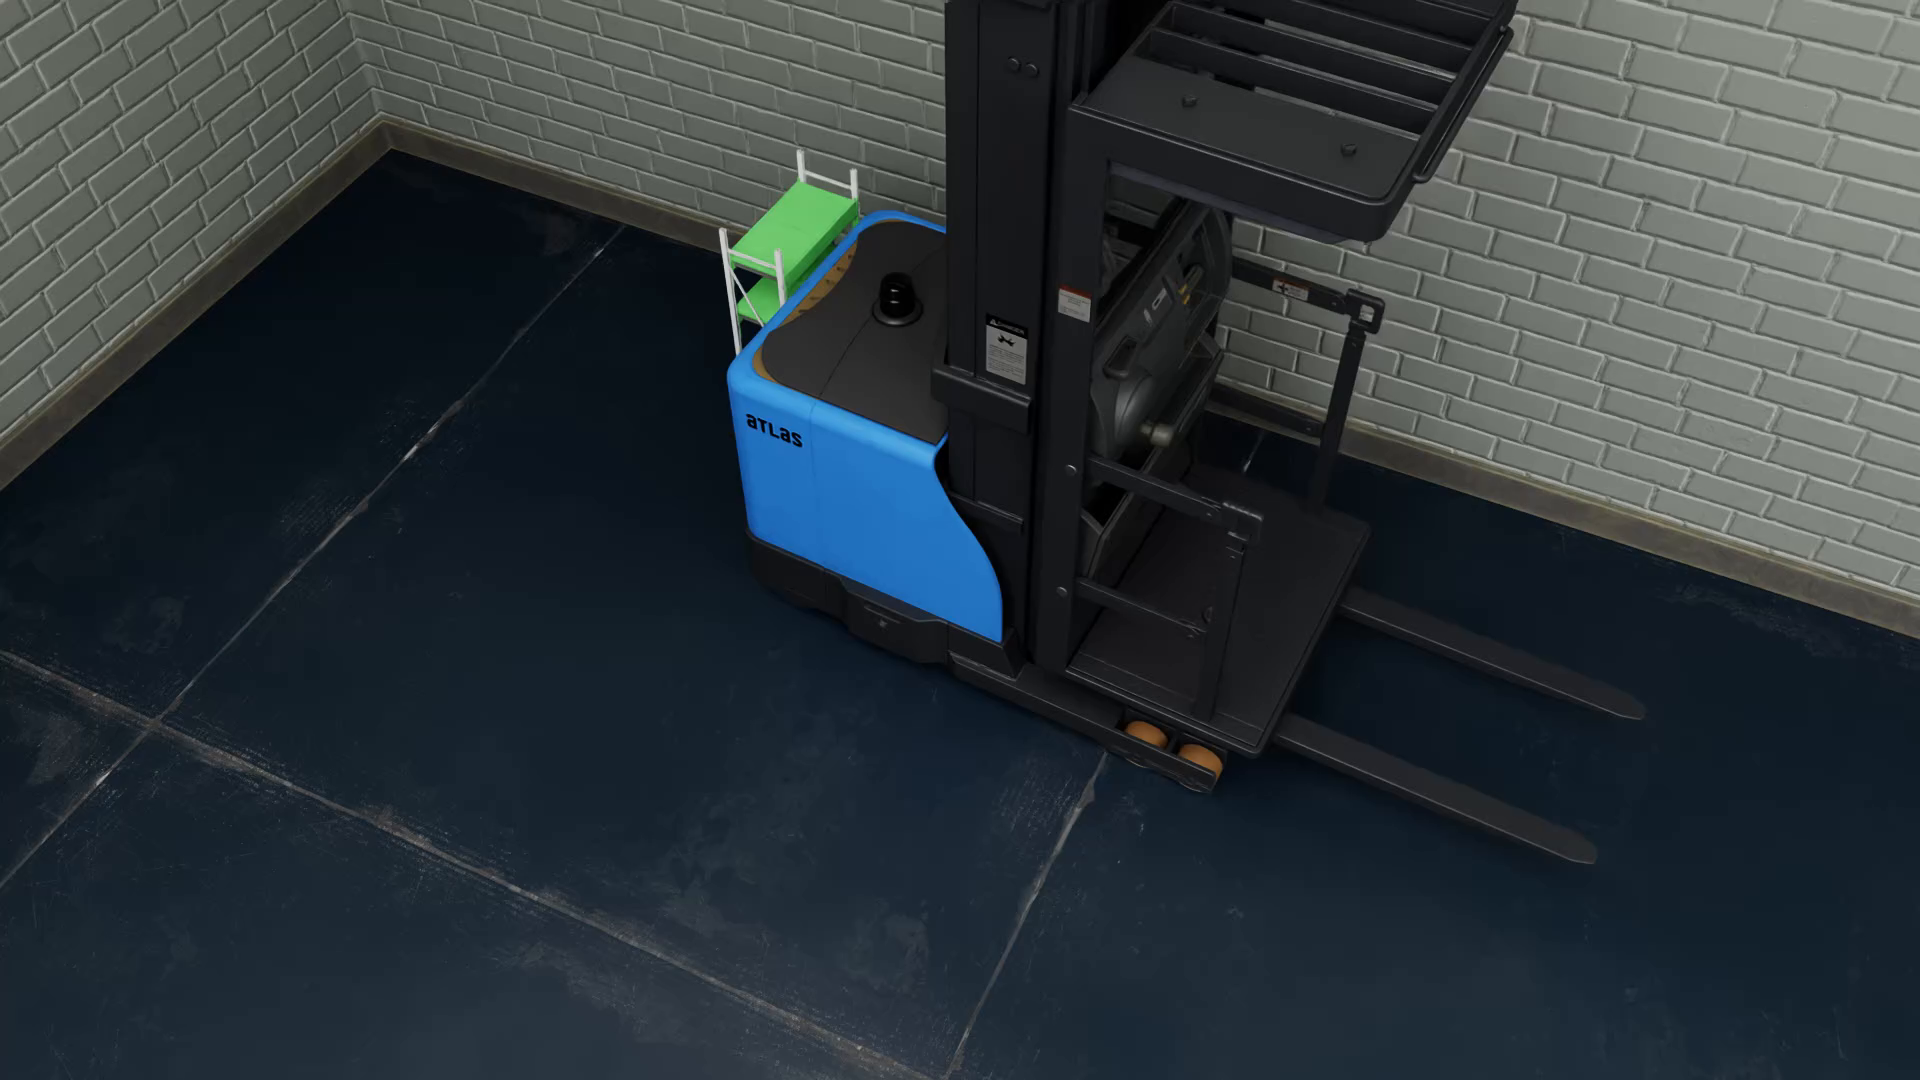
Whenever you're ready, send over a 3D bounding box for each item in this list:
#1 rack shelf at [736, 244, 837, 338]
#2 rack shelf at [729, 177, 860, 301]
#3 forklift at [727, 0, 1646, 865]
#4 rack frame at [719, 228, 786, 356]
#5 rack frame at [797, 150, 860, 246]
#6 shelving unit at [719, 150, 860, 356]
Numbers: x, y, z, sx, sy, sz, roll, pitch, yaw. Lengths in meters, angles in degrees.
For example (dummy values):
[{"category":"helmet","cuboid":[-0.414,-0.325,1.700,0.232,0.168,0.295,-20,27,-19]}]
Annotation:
[{"category":"rack shelf","cuboid":[-0.581,-0.885,5.984,0.258,0.148,0.480,22,53,18]},{"category":"rack shelf","cuboid":[-0.581,-1.041,5.801,0.258,0.148,0.480,22,53,18]},{"category":"forklift","cuboid":[0.776,-0.581,4.820,3.031,2.935,1.130,22,53,18]},{"category":"rack frame","cuboid":[-0.697,-0.608,5.979,0.240,1.200,0.015,22,53,18]},{"category":"rack frame","cuboid":[-0.464,-0.934,6.257,0.240,1.200,0.015,22,53,18]},{"category":"shelving unit","cuboid":[-0.581,-0.771,6.118,0.258,1.200,0.503,22,53,18]}]
